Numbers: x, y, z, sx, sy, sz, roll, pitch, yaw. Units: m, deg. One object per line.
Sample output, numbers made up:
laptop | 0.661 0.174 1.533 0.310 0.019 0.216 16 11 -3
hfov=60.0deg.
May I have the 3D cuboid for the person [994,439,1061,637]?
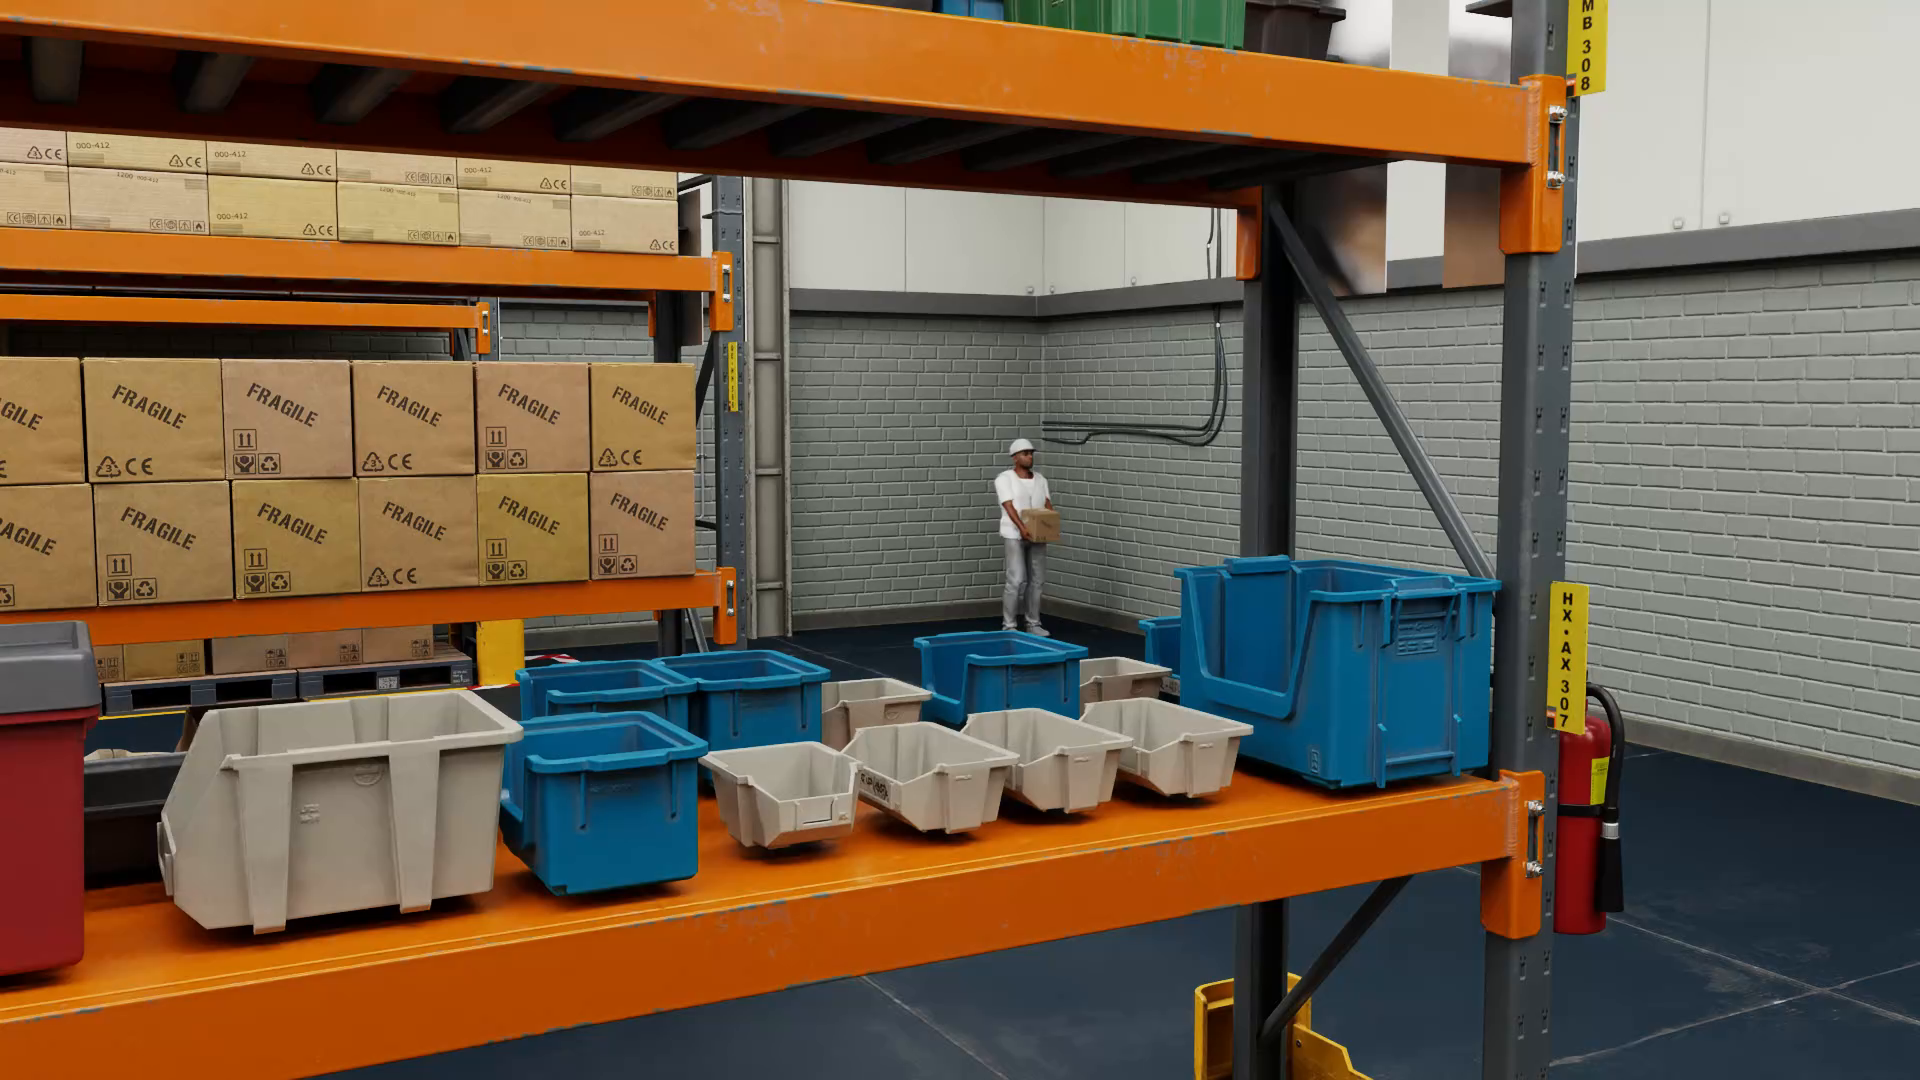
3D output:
person | 0.617 -0.007 14.704 0.510 1.767 0.575 -3 6 -29
